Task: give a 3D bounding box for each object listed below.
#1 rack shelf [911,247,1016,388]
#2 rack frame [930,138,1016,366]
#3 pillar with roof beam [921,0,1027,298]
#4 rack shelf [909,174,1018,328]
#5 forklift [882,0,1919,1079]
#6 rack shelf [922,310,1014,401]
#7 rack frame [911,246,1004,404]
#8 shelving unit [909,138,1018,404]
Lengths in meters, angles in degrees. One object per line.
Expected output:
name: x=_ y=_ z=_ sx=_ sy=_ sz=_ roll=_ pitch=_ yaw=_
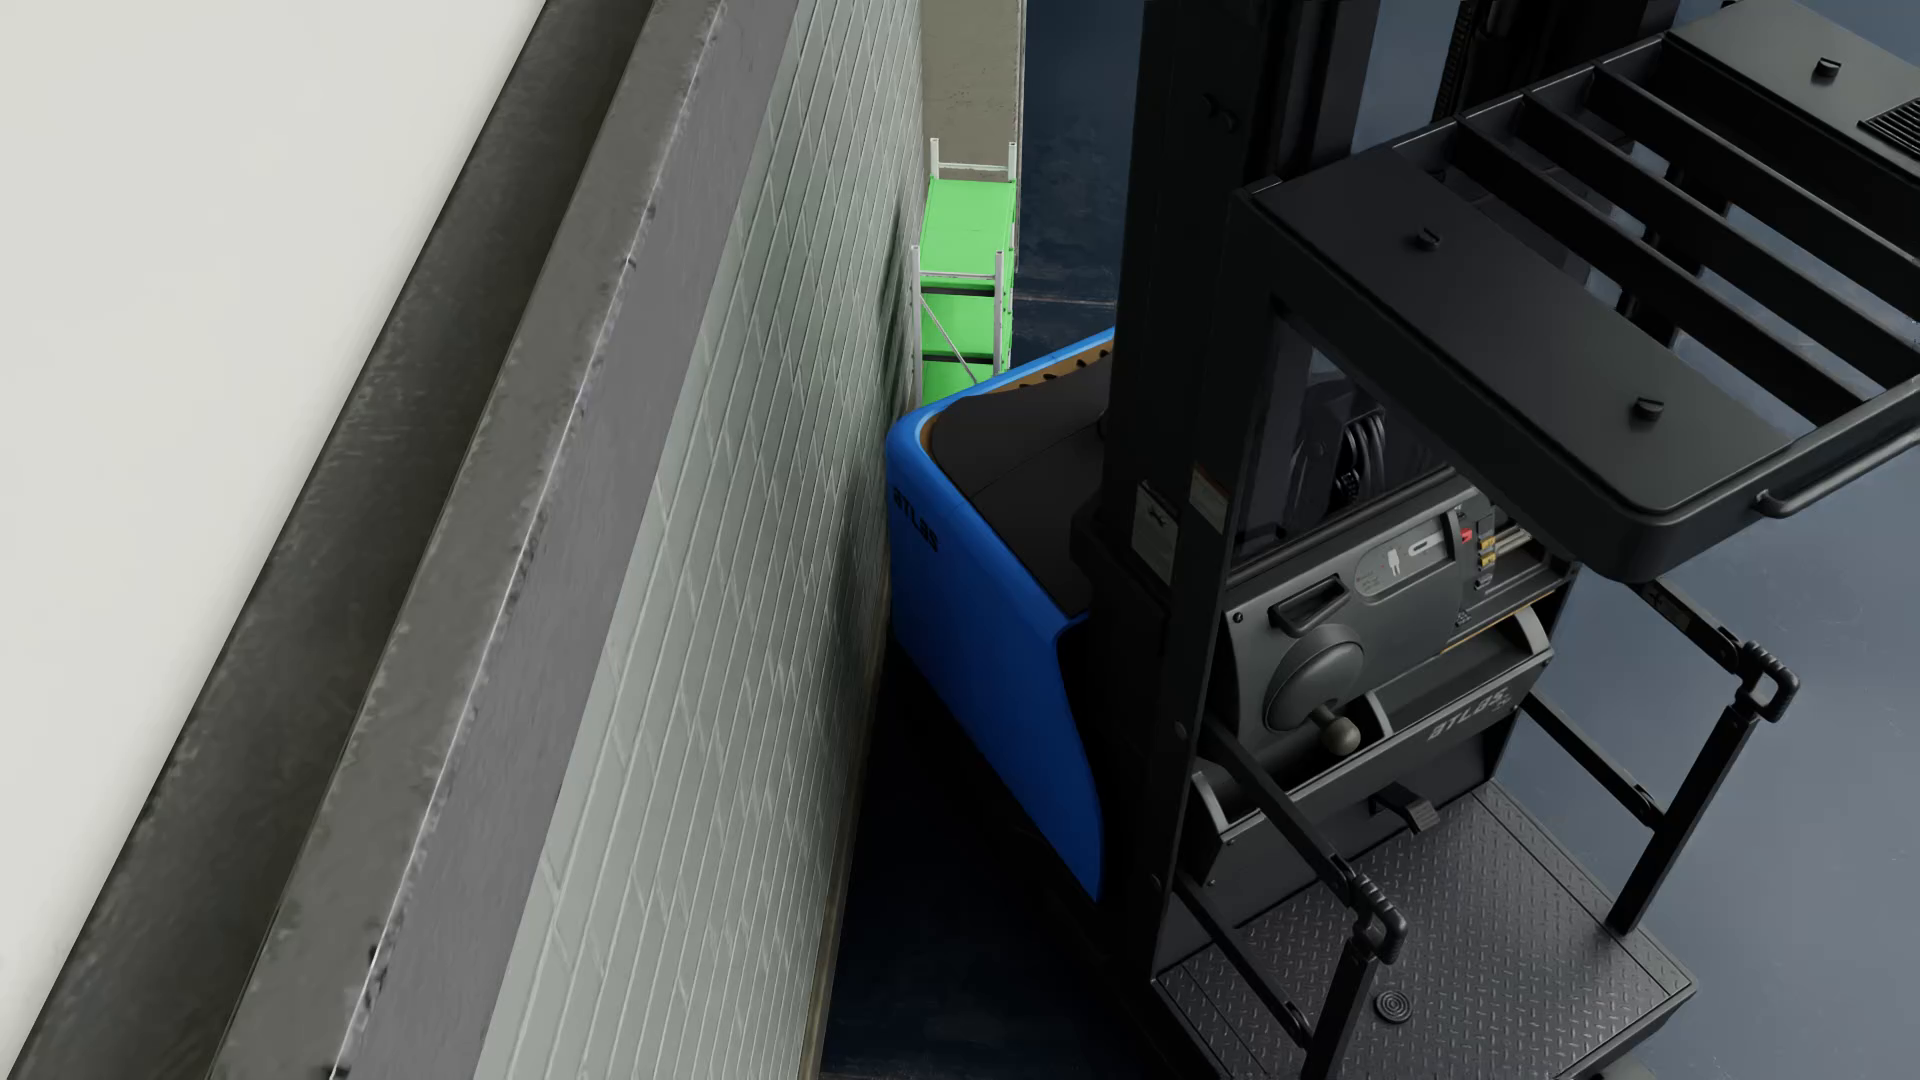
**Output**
rack shelf: x=0.015 y=-0.645 z=4.789 sx=0.258 sy=0.148 sz=0.480 roll=4 pitch=48 yaw=4
rack frame: x=0.037 y=-0.706 z=5.083 sx=0.240 sy=1.200 sz=0.015 roll=4 pitch=48 yaw=4
pillar with roof beam: x=4.331 y=-3.639 z=2.480 sx=9.100 sy=9.000 sz=0.400 roll=4 pitch=48 yaw=4
rack shelf: x=0.015 y=-0.807 z=4.611 sx=0.258 sy=0.148 sz=0.480 roll=4 pitch=48 yaw=4
forklift: x=0.992 y=0.177 z=3.102 sx=1.130 sy=2.935 sz=3.031 roll=-24 pitch=52 yaw=-21
rack shelf: x=0.015 y=-0.483 z=4.966 sx=0.258 sy=0.148 sz=0.480 roll=4 pitch=48 yaw=4
rack frame: x=-0.007 y=-0.347 z=4.755 sx=0.240 sy=1.200 sz=0.015 roll=4 pitch=48 yaw=4
shelving unit: x=0.015 y=-0.527 z=4.919 sx=0.258 sy=1.200 sz=0.503 roll=4 pitch=48 yaw=4
